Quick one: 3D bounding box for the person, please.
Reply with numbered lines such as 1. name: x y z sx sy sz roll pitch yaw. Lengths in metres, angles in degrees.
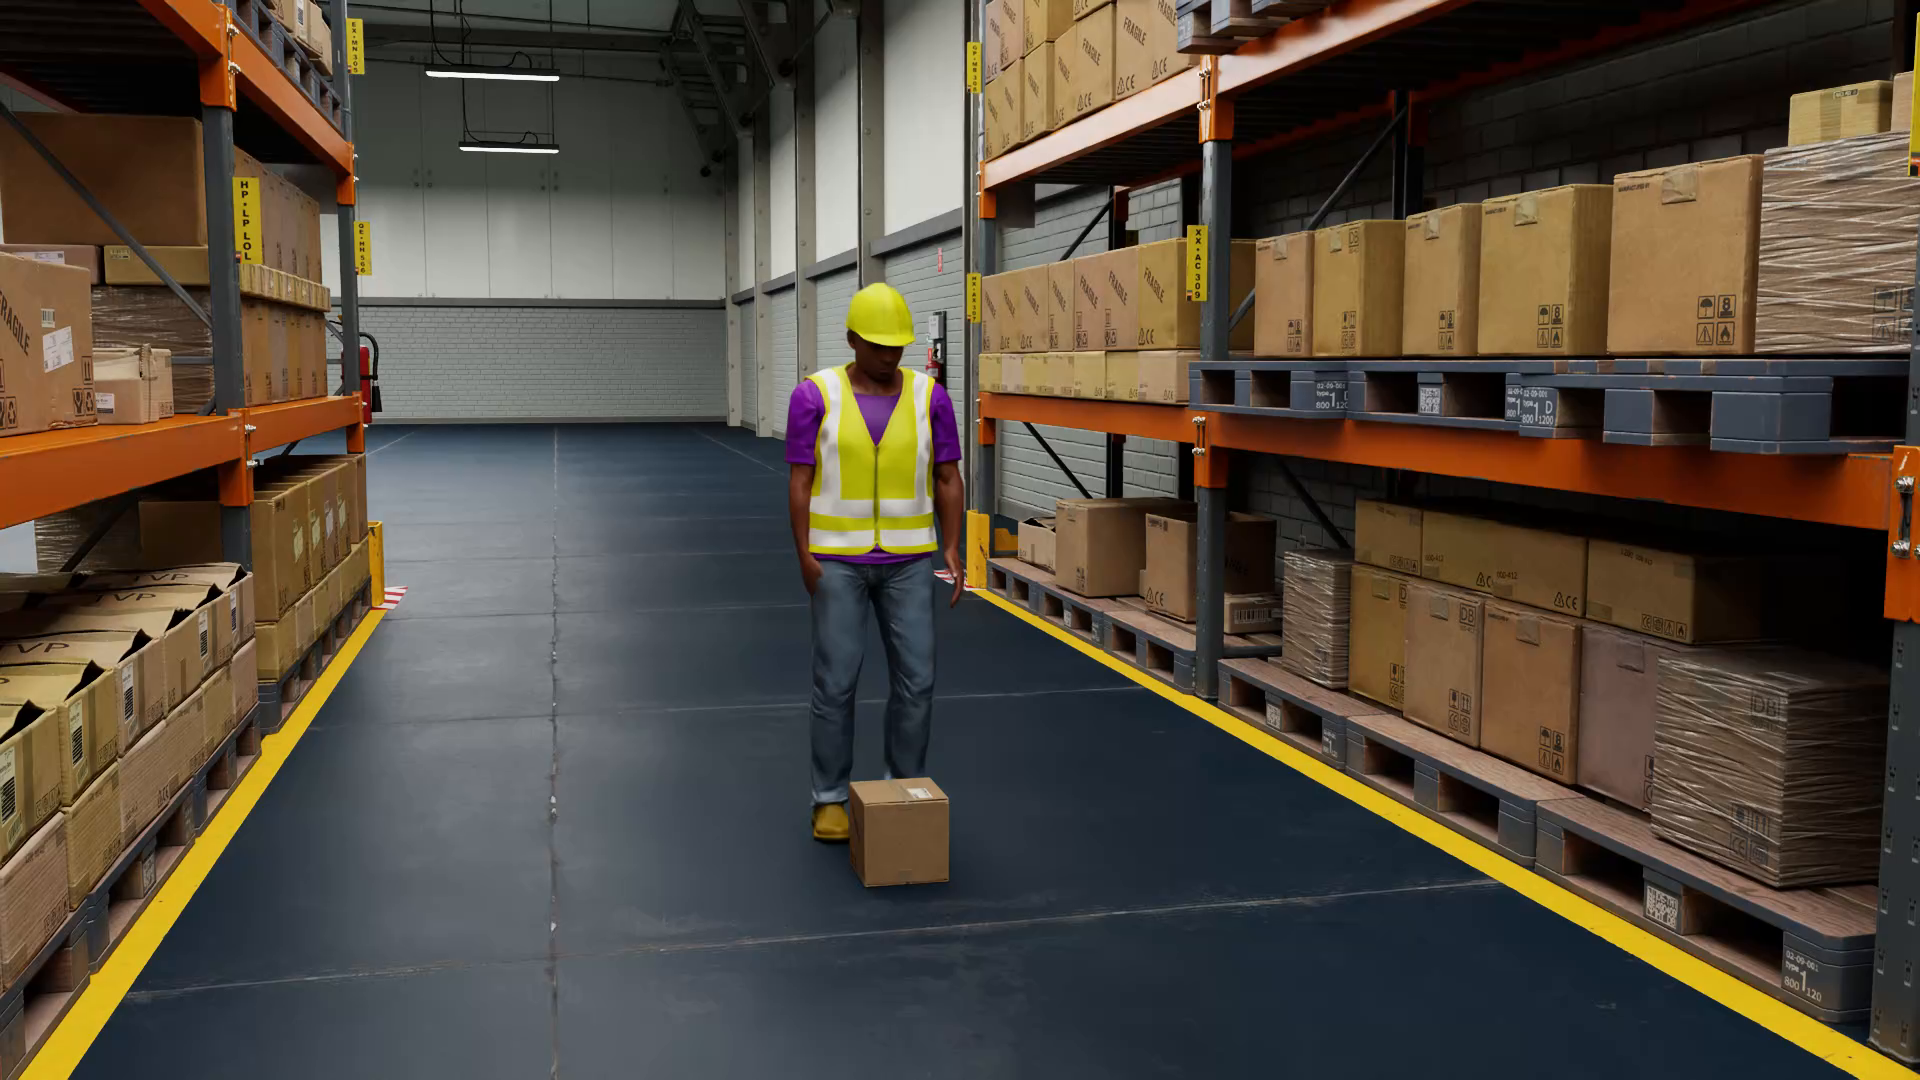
1. person: -0.263 0.065 5.304 0.573 1.752 0.384 -1 6 -13
